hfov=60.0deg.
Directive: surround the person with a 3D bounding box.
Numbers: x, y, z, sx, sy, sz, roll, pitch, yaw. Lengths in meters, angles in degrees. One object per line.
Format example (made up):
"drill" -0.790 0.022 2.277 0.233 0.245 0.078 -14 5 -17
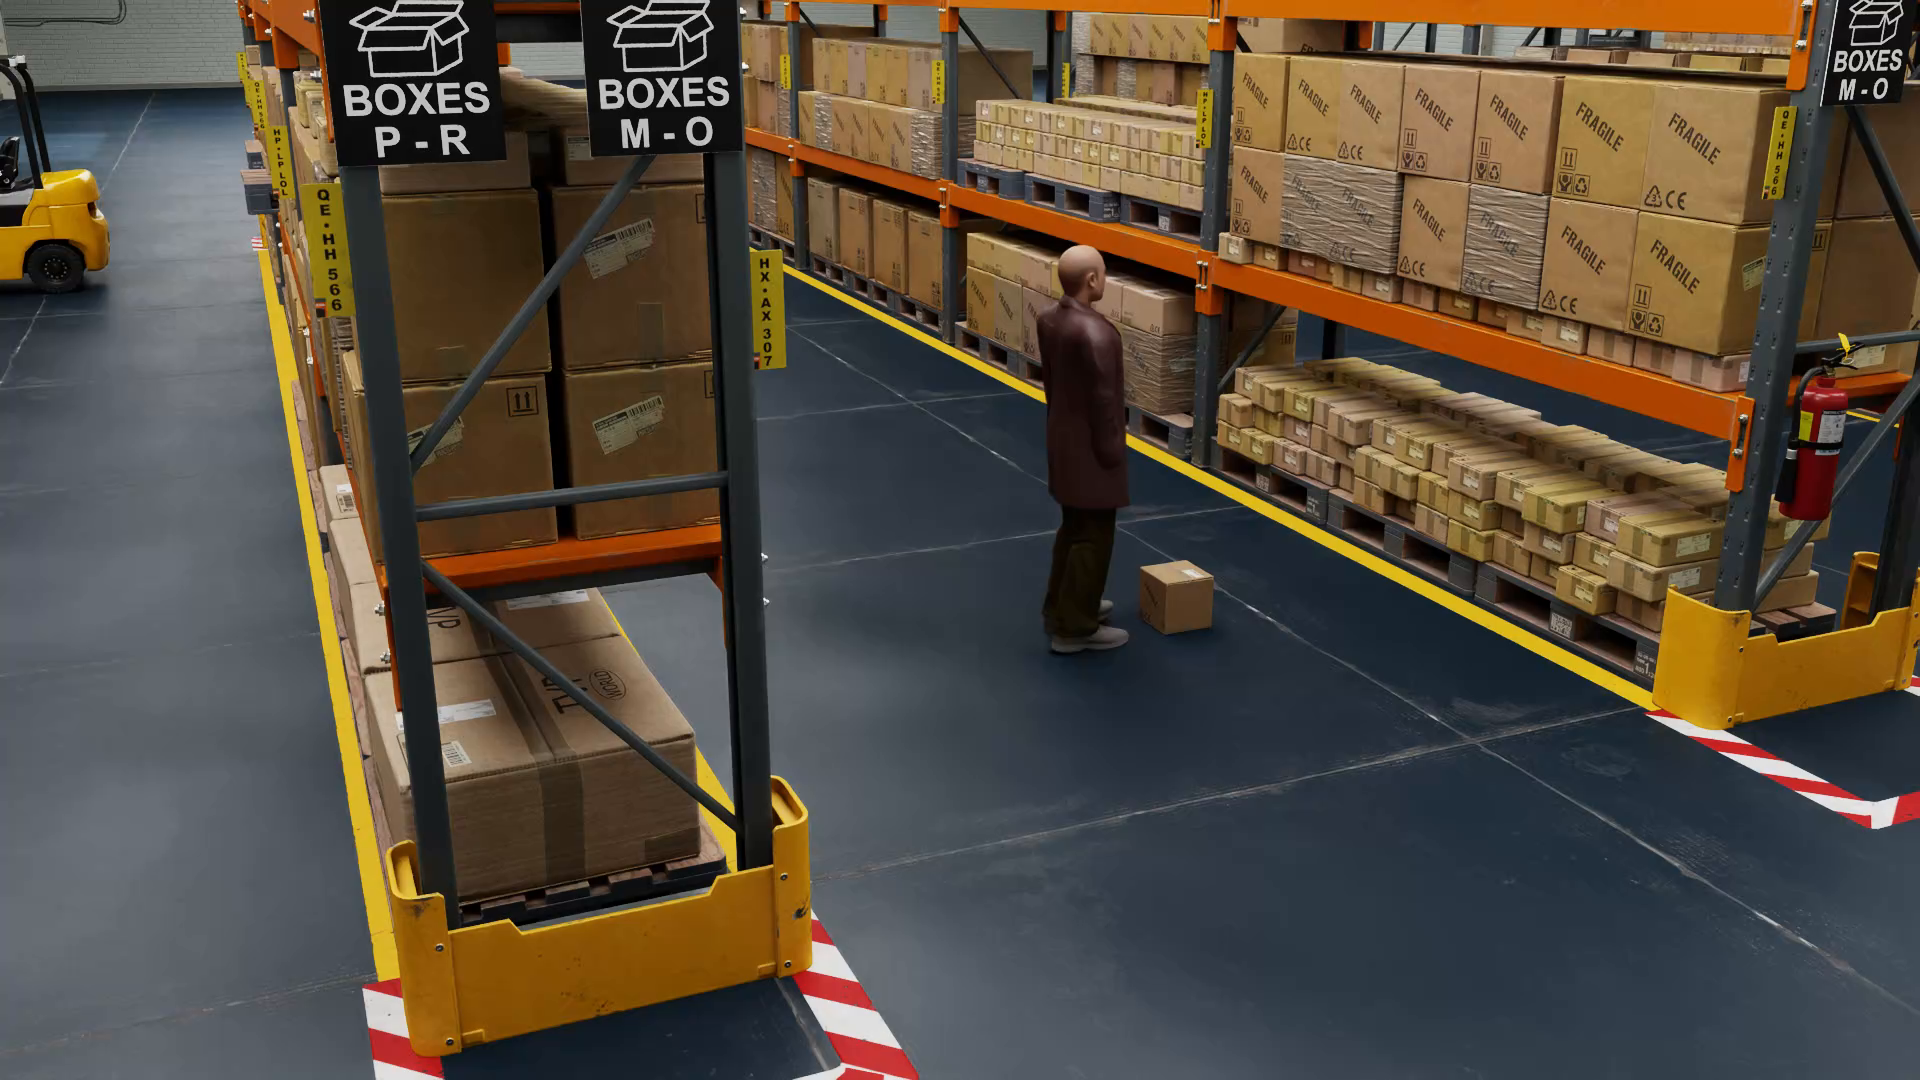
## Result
"person" 0.558 -0.404 7.297 0.436 1.777 0.562 -7 20 -21
